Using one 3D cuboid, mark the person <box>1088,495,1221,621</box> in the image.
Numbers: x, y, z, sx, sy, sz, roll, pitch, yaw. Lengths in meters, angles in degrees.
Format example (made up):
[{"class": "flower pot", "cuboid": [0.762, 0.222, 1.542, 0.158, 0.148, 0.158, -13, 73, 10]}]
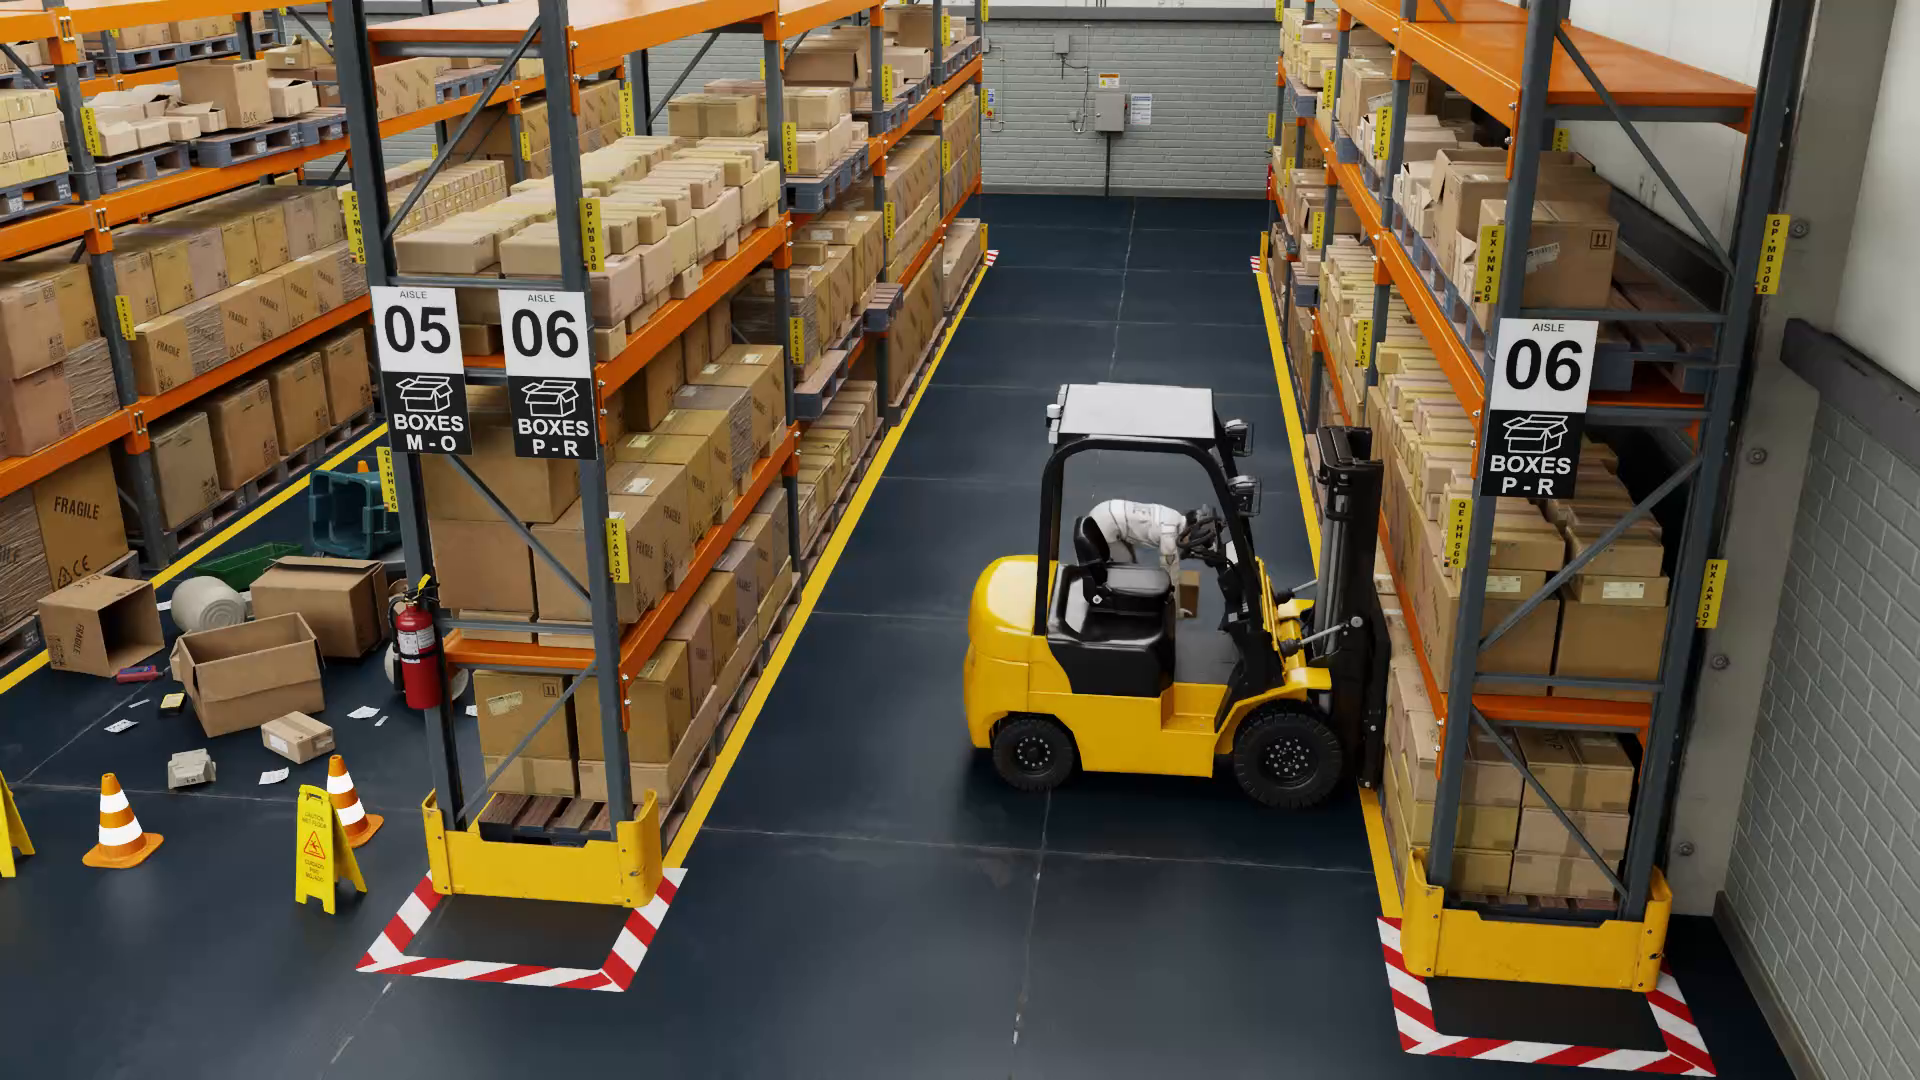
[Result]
[{"class": "person", "cuboid": [1.303, 0.234, 11.361, 0.924, 1.030, 0.424, 2, 21, 4]}]
